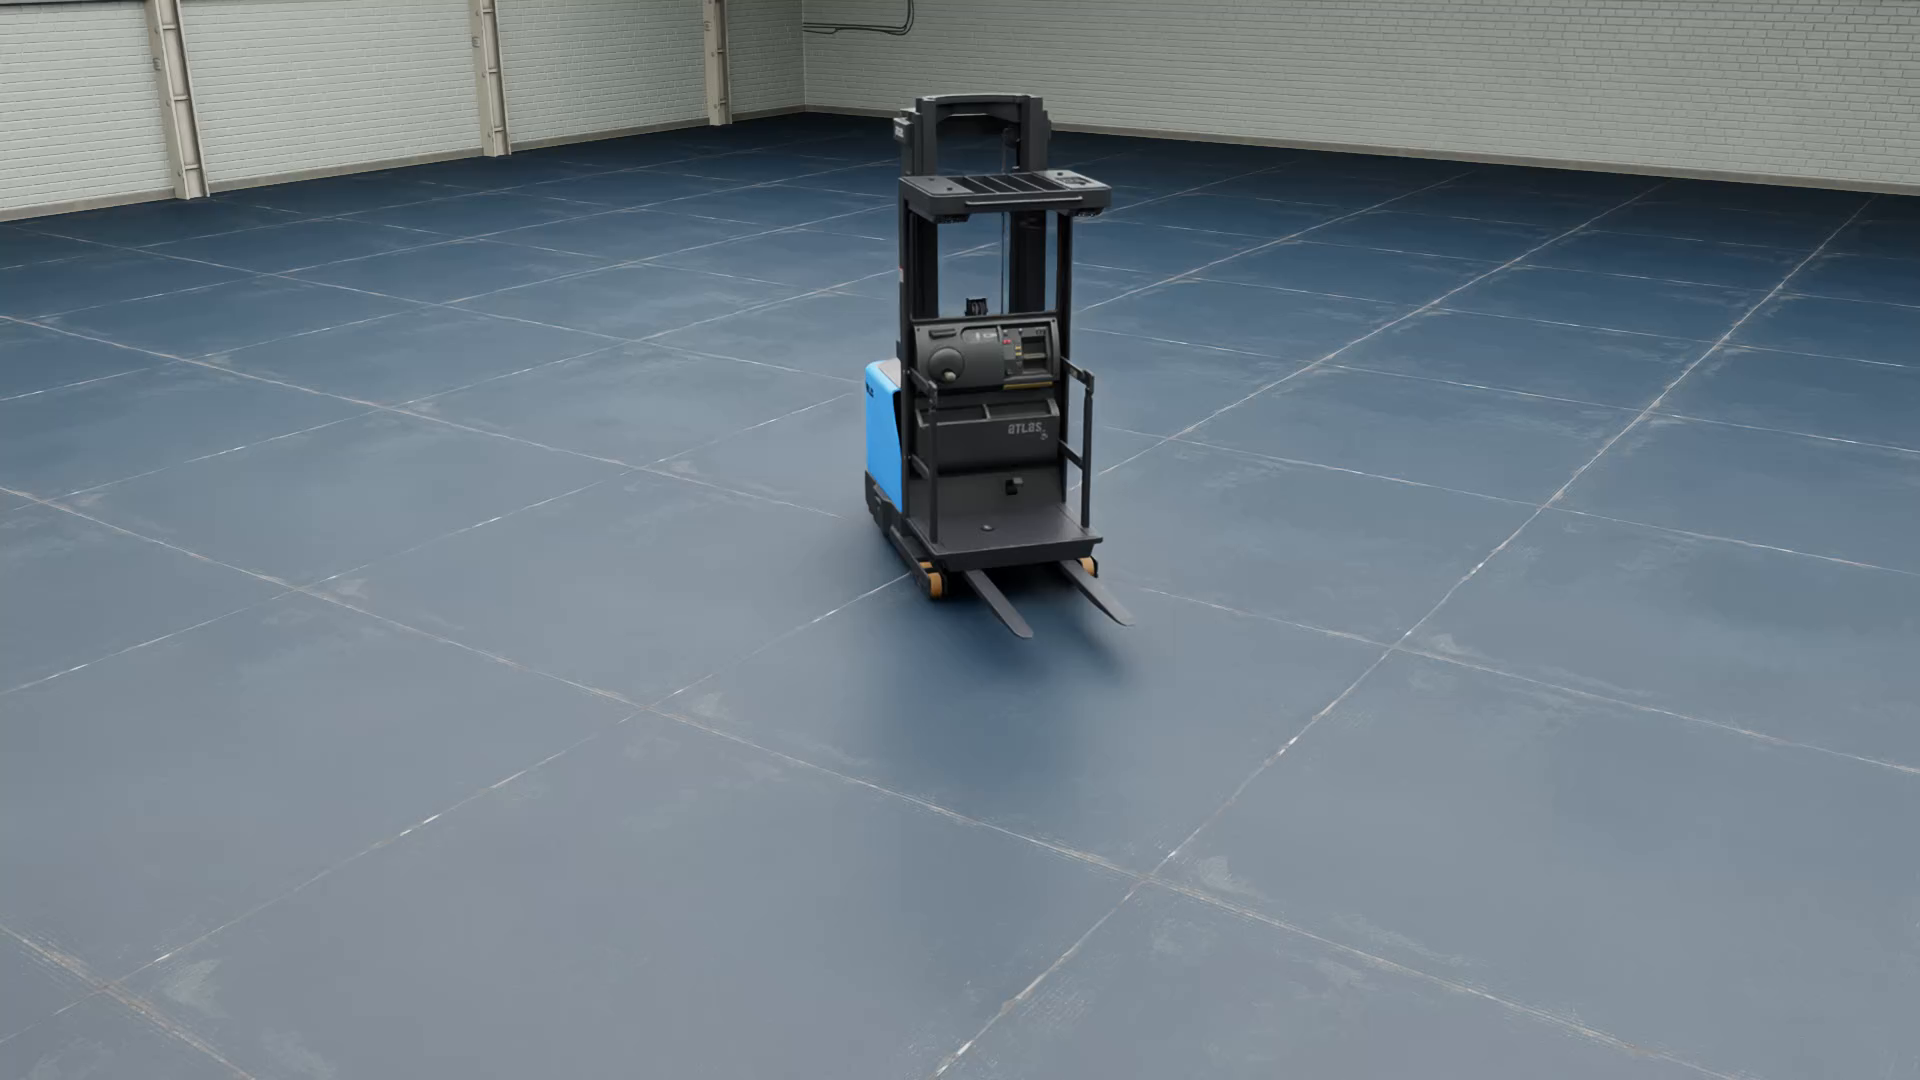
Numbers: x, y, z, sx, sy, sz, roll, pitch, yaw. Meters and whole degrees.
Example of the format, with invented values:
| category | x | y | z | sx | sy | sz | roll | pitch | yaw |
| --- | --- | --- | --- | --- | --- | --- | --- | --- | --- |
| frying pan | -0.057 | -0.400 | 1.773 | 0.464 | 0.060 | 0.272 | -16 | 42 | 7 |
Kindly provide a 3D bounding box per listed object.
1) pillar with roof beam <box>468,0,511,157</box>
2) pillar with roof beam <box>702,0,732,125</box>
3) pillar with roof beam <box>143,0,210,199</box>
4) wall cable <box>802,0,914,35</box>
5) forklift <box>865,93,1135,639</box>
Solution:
| category | x | y | z | sx | sy | sz | roll | pitch | yaw |
| --- | --- | --- | --- | --- | --- | --- | --- | --- | --- |
| pillar with roof beam | -4.826 | -10.360 | 26.303 | 9.100 | 9.000 | 0.400 | 13 | 24 | 32 |
| pillar with roof beam | -1.453 | -12.082 | 30.957 | 9.100 | 9.000 | 0.400 | 13 | 24 | 32 |
| pillar with roof beam | -8.198 | -8.639 | 21.649 | 9.100 | 9.000 | 0.400 | 13 | 24 | 32 |
| wall cable | -2.263 | -12.053 | 35.353 | 3.097 | 2.526 | 0.112 | 13 | 24 | 32 |
| forklift | 0.235 | -1.162 | 10.181 | 1.130 | 2.935 | 3.031 | -6 | 21 | -15 |
